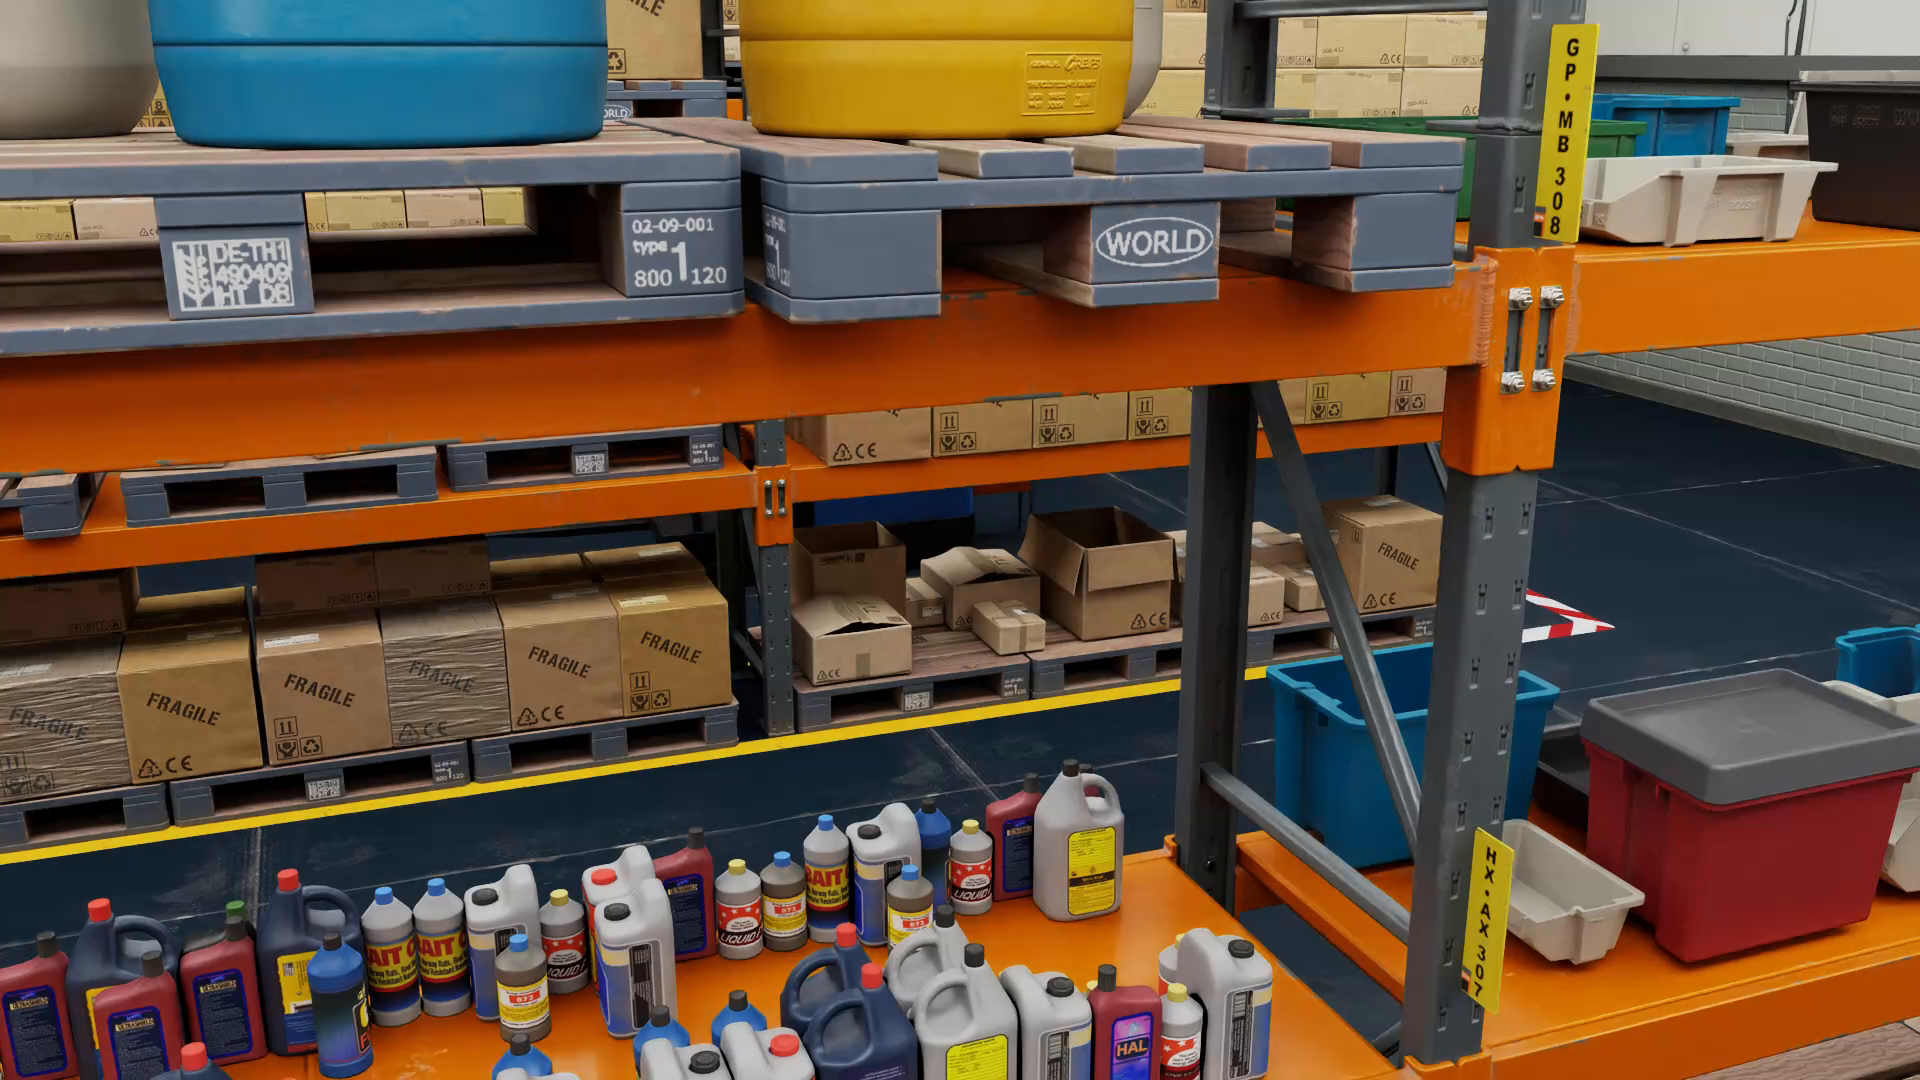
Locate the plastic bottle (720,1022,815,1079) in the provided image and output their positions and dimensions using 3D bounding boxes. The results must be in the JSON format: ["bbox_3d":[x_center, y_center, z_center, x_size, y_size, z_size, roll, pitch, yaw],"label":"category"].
[{"bbox_3d":[-0.320,0.940,2.792,0.135,0.276,0.152,-6,17,-20],"label":"plastic bottle"}]

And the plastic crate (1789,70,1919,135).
[{"bbox_3d":[2.299,-0.975,3.981,0.530,0.282,0.437,-6,17,-20],"label":"plastic crate"}]

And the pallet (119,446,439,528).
[{"bbox_3d":[-2.946,-0.337,7.263,1.213,0.211,1.003,-6,17,-20],"label":"pallet"}]

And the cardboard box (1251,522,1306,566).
[{"bbox_3d":[1.634,0.100,9.532,0.500,0.250,0.500,-6,17,-20],"label":"cardboard box"}]

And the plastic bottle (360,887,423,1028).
[{"bbox_3d":[-1.115,0.808,3.253,0.097,0.271,0.097,0,16,0],"label":"plastic bottle"}]

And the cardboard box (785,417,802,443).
[{"bbox_3d":[-0.650,-0.801,8.325,0.500,0.500,0.500,-6,17,-19],"label":"cardboard box"}]

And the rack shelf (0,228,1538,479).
[{"bbox_3d":[-1.123,-0.224,2.490,4.000,0.370,1.077,-6,17,-20],"label":"rack shelf"}]

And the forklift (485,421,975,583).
[{"bbox_3d":[-1.480,-1.272,10.228,3.031,2.935,1.130,-5,17,-17],"label":"forklift"}]

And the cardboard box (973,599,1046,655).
[{"bbox_3d":[0.249,0.438,8.531,0.250,0.166,0.380,-6,17,-20],"label":"cardboard box"}]

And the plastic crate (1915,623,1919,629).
[{"bbox_3d":[2.901,0.388,4.645,0.300,0.233,0.416,-6,17,-20],"label":"plastic crate"}]

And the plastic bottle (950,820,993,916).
[{"bbox_3d":[0.023,0.718,3.681,0.097,0.201,0.097,0,16,0],"label":"plastic bottle"}]

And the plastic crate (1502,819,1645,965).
[{"bbox_3d":[1.230,0.757,3.559,0.243,0.136,0.396,-6,17,-20],"label":"plastic crate"}]

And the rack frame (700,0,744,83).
[{"bbox_3d":[-1.025,-3.514,7.092,0.127,3.000,1.000,-6,17,-20],"label":"rack frame"}]

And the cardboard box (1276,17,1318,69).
[{"bbox_3d":[1.387,-2.427,8.094,0.500,0.250,0.500,-6,17,-20],"label":"cardboard box"}]

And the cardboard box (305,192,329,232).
[{"bbox_3d":[-4.578,-2.232,11.303,0.500,0.250,0.500,-7,18,-21],"label":"cardboard box"}]

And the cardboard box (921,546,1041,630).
[{"bbox_3d":[0.106,0.236,8.962,0.500,0.311,0.500,-6,17,-20],"label":"cardboard box"}]

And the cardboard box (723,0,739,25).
[{"bbox_3d":[-1.557,-3.966,11.970,0.500,0.500,0.500,-7,18,-21],"label":"cardboard box"}]

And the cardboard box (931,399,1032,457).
[{"bbox_3d":[0.026,-0.715,8.033,0.500,0.500,0.500,-6,17,-19],"label":"cardboard box"}]

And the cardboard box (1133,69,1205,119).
[{"bbox_3d":[0.919,-2.137,7.994,0.500,0.250,0.500,-6,17,-20],"label":"cardboard box"}]

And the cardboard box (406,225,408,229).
[{"bbox_3d":[-4.087,-1.923,11.583,0.500,0.500,0.500,-6,17,-20],"label":"cardboard box"}]

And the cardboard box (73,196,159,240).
[{"bbox_3d":[-5.518,-2.127,10.947,0.500,0.250,0.500,-6,18,-21],"label":"cardboard box"}]

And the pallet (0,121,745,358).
[{"bbox_3d":[-1.011,-0.460,2.354,1.213,0.211,1.003,-6,17,-20],"label":"pallet"}]

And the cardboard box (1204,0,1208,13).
[{"bbox_3d":[1.311,-2.843,8.179,0.500,0.500,0.700,-6,17,-20],"label":"cardboard box"}]

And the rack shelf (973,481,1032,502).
[{"bbox_3d":[0.209,-0.339,11.068,0.480,0.148,0.258,-5,17,-17],"label":"rack shelf"}]

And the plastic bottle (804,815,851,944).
[{"bbox_3d":[-0.284,0.718,3.558,0.097,0.271,0.097,0,16,0],"label":"plastic bottle"}]

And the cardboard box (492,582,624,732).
[{"bbox_3d":[-1.848,0.526,7.639,0.500,0.500,0.500,-6,17,-20],"label":"cardboard box"}]

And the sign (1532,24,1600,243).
[{"bbox_3d":[0.939,-0.630,2.581,0.005,0.325,0.100,-6,17,-20],"label":"sign"}]

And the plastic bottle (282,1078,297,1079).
[{"bbox_3d":[-1.026,0.982,2.518,0.185,0.351,0.144,-6,17,-20],"label":"plastic bottle"}]

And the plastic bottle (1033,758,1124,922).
[{"bbox_3d":[0.262,0.646,3.661,0.185,0.351,0.144,-6,17,-20],"label":"plastic bottle"}]

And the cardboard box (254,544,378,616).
[{"bbox_3d":[-2.966,0.129,7.658,0.500,0.250,0.500,-7,18,-21],"label":"cardboard box"}]

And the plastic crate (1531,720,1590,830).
[{"bbox_3d":[1.693,0.588,4.154,0.590,0.125,0.437,-6,17,-20],"label":"plastic crate"}]

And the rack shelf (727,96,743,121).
[{"bbox_3d":[-0.933,-3.234,12.740,4.000,0.370,1.077,-6,17,-20],"label":"rack shelf"}]

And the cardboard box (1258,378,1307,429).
[{"bbox_3d":[1.439,-0.868,8.552,0.500,0.500,0.500,-6,17,-20],"label":"cardboard box"}]

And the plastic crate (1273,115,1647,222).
[{"bbox_3d":[1.032,-0.791,3.522,0.662,0.188,0.450,-6,17,-20],"label":"plastic crate"}]

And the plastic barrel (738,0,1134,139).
[{"bbox_3d":[-0.035,-0.917,2.495,0.600,0.588,0.600,0,16,0],"label":"plastic barrel"}]

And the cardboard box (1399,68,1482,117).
[{"bbox_3d":[2.325,-2.285,8.497,0.500,0.250,0.500,-6,17,-20],"label":"cardboard box"}]

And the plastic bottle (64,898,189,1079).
[{"bbox_3d":[-1.535,0.822,3.063,0.185,0.351,0.144,-6,17,-20],"label":"plastic bottle"}]

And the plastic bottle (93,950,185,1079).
[{"bbox_3d":[-1.474,0.879,2.989,0.133,0.283,0.061,-6,17,-20],"label":"plastic bottle"}]

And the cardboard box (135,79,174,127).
[{"bbox_3d":[-3.403,-1.876,6.661,0.500,0.500,0.910,-6,17,-20],"label":"cardboard box"}]

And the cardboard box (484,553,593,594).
[{"bbox_3d":[-2.058,0.394,8.087,0.500,0.500,0.500,-6,17,-19],"label":"cardboard box"}]

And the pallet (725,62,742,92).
[{"bbox_3d":[-2.033,-3.415,12.236,1.213,0.211,1.003,-6,17,-20],"label":"pallet"}]

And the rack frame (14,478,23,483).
[{"bbox_3d":[-6.536,-1.535,11.001,0.127,3.000,1.000,-6,17,-20],"label":"rack frame"}]

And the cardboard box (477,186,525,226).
[{"bbox_3d":[-3.145,-2.384,11.821,0.500,0.250,0.500,-6,17,-19],"label":"cardboard box"}]

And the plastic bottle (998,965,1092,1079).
[{"bbox_3d":[0.151,0.890,2.966,0.135,0.276,0.152,-6,17,-20],"label":"plastic bottle"}]

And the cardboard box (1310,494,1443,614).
[{"bbox_3d":[2.291,0.069,9.194,0.500,0.500,0.500,-6,17,-20],"label":"cardboard box"}]

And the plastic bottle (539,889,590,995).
[{"bbox_3d":[-0.807,0.808,3.376,0.097,0.201,0.097,0,16,0],"label":"plastic bottle"}]

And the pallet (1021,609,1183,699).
[{"bbox_3d":[0.758,0.510,8.988,1.213,0.211,1.003,-6,17,-20],"label":"pallet"}]

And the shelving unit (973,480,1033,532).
[{"bbox_3d":[0.209,-0.594,10.993,0.503,1.200,0.258,-5,17,-17],"label":"shelving unit"}]

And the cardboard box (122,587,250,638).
[{"bbox_3d":[-3.487,0.548,7.563,0.500,0.500,0.500,-7,18,-22],"label":"cardboard box"}]

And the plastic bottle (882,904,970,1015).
[{"bbox_3d":[-0.049,0.833,3.026,0.185,0.351,0.144,-6,17,-20],"label":"plastic bottle"}]

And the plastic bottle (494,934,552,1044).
[{"bbox_3d":[-0.844,0.858,3.206,0.097,0.201,0.097,0,16,0],"label":"plastic bottle"}]

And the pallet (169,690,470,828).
[{"bbox_3d":[-2.912,0.919,7.595,1.213,0.211,1.003,-6,17,-20],"label":"pallet"}]

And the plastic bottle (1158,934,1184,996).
[{"bbox_3d":[0.430,0.858,3.207,0.097,0.201,0.097,0,16,0],"label":"plastic bottle"}]

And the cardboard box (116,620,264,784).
[{"bbox_3d":[-3.276,0.682,7.107,0.500,0.500,0.500,-6,18,-21],"label":"cardboard box"}]

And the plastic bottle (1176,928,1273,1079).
[{"bbox_3d":[0.492,0.853,3.091,0.135,0.276,0.152,-6,17,-20],"label":"plastic bottle"}]

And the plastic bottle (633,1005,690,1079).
[{"bbox_3d":[-0.508,0.925,2.852,0.097,0.271,0.097,0,16,0],"label":"plastic bottle"}]
